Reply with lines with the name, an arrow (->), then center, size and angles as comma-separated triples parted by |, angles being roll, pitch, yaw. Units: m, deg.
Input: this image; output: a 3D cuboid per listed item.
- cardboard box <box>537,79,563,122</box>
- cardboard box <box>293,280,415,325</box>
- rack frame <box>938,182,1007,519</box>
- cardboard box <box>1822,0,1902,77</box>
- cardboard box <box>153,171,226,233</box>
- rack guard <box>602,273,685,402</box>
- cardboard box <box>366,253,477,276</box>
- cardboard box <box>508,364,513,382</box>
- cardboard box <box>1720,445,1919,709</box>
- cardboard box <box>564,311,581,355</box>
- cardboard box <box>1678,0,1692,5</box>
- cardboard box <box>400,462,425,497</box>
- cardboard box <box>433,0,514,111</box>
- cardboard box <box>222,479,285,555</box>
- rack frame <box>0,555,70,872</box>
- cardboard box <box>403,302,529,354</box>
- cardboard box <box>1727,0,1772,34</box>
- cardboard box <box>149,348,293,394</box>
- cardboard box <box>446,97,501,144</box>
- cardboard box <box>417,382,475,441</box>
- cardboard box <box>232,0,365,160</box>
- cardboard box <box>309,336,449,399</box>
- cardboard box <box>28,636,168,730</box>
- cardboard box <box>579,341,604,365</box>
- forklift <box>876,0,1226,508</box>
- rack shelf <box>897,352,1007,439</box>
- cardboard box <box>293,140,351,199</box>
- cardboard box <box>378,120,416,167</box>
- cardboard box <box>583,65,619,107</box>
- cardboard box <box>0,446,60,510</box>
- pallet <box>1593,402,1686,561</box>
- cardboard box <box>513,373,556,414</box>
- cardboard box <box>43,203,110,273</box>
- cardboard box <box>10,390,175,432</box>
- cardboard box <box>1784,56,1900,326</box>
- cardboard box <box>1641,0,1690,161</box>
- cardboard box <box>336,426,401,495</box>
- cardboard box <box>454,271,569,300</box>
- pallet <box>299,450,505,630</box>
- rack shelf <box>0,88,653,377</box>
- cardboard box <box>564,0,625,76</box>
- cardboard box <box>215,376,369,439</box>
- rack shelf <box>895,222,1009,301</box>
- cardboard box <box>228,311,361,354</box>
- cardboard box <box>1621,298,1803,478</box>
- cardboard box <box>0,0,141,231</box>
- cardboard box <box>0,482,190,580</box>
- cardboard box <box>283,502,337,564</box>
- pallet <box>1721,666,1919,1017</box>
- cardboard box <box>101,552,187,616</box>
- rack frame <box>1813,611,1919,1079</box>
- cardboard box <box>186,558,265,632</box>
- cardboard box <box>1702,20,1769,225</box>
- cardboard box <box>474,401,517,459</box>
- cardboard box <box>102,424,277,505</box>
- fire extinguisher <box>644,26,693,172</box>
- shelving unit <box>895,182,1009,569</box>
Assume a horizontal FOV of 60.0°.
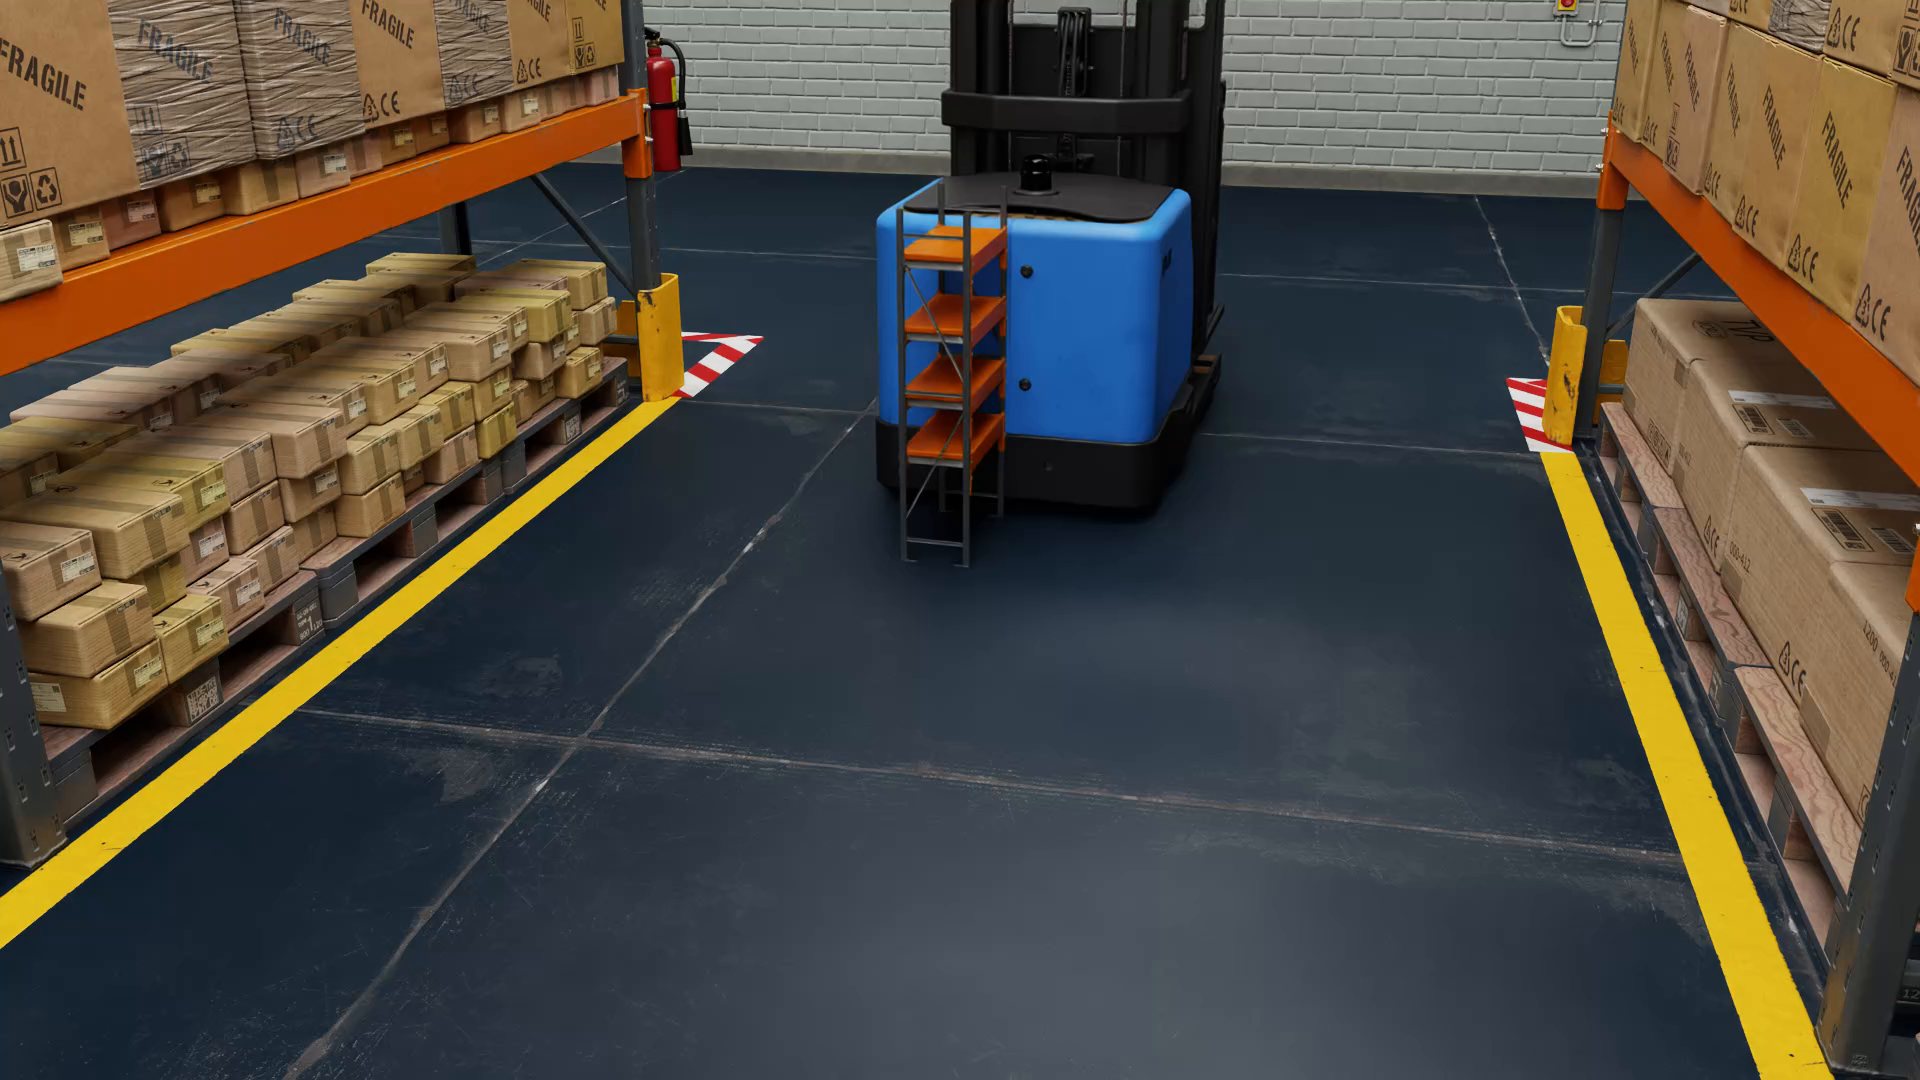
cardboard box -> -1.757, -1.696, 6.386 | 0.380, 0.149, 0.250 | 4, 22, 10
cardboard box -> -2.398, -0.925, 6.592 | 0.380, 0.149, 0.250 | 4, 22, 11
rack frame -> 0.042, -0.648, 5.858 | 0.240, 1.200, 0.015 | 6, 23, 14
cardboard box -> 2.145, -1.220, 3.395 | 0.500, 0.500, 0.500 | 4, 22, 10
cardboard box -> -2.237, -0.934, 4.494 | 0.380, 0.149, 0.250 | 3, 22, 9
rack guard -> -1.859, -0.947, 7.536 | 1.175, 0.500, 0.348 | 4, 22, 11
cardboard box -> -2.282, -1.117, 7.069 | 0.380, 0.149, 0.250 | 3, 22, 8
cardboard box -> -1.931, -0.649, 6.306 | 0.380, 0.149, 0.250 | 4, 22, 10
cardboard box -> 2.623, 0.114, 4.424 | 0.875, 0.438, 0.875 | 4, 22, 9
cardboard box -> -1.777, -0.838, 6.776 | 0.380, 0.149, 0.250 | 4, 22, 10
cardboard box -> 2.548, -1.961, 5.235 | 0.500, 0.500, 0.500 | 4, 22, 9
cardboard box -> -2.067, -0.232, 5.668 | 0.380, 0.149, 0.250 | 5, 22, 12
cardboard box -> -1.887, -1.761, 5.678 | 0.500, 0.500, 0.500 | 5, 22, 11
cardboard box -> -2.236, -0.080, 4.892 | 0.380, 0.149, 0.250 | 3, 22, 8
rack frame -> -2.659, -0.671, 3.506 | 1.000, 3.000, 0.127 | 4, 22, 11
cardboard box -> -1.854, -0.788, 6.253 | 0.380, 0.149, 0.250 | 4, 22, 9
cardboard box -> 2.350, -1.589, 4.313 | 0.500, 0.500, 0.500 | 5, 22, 11
cardboard box -> -2.489, -0.535, 5.624 | 0.380, 0.149, 0.250 | 5, 22, 11
cardboard box -> -1.869, -1.507, 5.916 | 0.380, 0.149, 0.250 | 3, 22, 9
cardboard box -> -1.939, -0.457, 5.829 | 0.380, 0.149, 0.250 | 6, 23, 14
cardboard box -> -2.079, -1.381, 4.735 | 0.500, 0.500, 0.500 | 4, 22, 10
cardboard box -> -2.016, -0.598, 5.780 | 0.380, 0.149, 0.250 | 4, 22, 9
cardboard box -> -2.270, 0.347, 4.230 | 0.380, 0.149, 0.250 | 3, 22, 9
cardboard box -> -1.746, -0.798, 7.075 | 0.380, 0.149, 0.250 | 5, 22, 12
forklift -> 0.563, -1.993, 6.880 | 1.130, 2.935, 3.031 | 6, 23, 14
rack shelf -> -0.021, -0.498, 5.664 | 0.258, 0.148, 0.480 | 6, 23, 14
cardboard box -> -2.060, -1.119, 4.953 | 0.380, 0.149, 0.250 | 5, 23, 13
cardboard box -> -2.020, -1.314, 5.438 | 0.380, 0.149, 0.250 | 5, 22, 12
cardboard box -> -1.633, -1.877, 6.835 | 0.380, 0.149, 0.250 | 4, 22, 11
cardboard box -> -2.784, -0.158, 4.688 | 0.380, 0.149, 0.250 | 4, 22, 10
pallet -> 2.937, -0.202, 6.073 | 1.003, 0.211, 1.213 | 4, 22, 11
cardboard box -> -1.838, -0.607, 6.598 | 0.380, 0.149, 0.250 | 4, 22, 11
cardboard box -> -2.301, -0.734, 3.997 | 0.380, 0.149, 0.250 | 5, 22, 12
cardboard box -> -2.690, -0.353, 5.172 | 0.380, 0.149, 0.250 | 3, 22, 8
cardboard box -> 2.151, -0.755, 3.580 | 0.500, 0.500, 0.500 | 4, 22, 10
cardboard box -> 2.569, -1.500, 5.428 | 0.500, 0.500, 0.500 | 4, 22, 10
cardboard box -> -2.043, -0.266, 5.355 | 0.380, 0.149, 0.250 | 4, 22, 11
cardboard box -> -1.810, -0.982, 6.735 | 0.380, 0.149, 0.250 | 5, 22, 12
pallet -> -2.310, -0.074, 5.754 | 1.003, 0.211, 1.213 | 4, 22, 11
rack shelf -> -2.251, -1.069, 5.456 | 1.077, 0.370, 4.000 | 4, 22, 11
cardboard box -> -1.683, -2.135, 6.607 | 0.500, 0.500, 0.500 | 5, 22, 12
cardboard box -> -2.131, -0.412, 5.320 | 0.380, 0.149, 0.250 | 4, 22, 9
rack shelf -> -0.021, -0.925, 5.492 | 0.258, 0.148, 0.480 | 6, 23, 14
cardboard box -> -2.433, -0.727, 6.101 | 0.380, 0.149, 0.250 | 5, 23, 13
cardboard box -> 2.987, -0.551, 6.075 | 0.875, 0.438, 0.875 | 4, 22, 9
cardboard box -> -2.311, -1.018, 3.833 | 0.500, 0.500, 0.500 | 4, 22, 10
cardboard box -> -2.272, -0.026, 4.361 | 0.380, 0.149, 0.250 | 6, 23, 14
cardboard box -> -2.193, -0.042, 5.198 | 0.380, 0.149, 0.250 | 4, 22, 9
pallet -> 2.439, 0.690, 3.857 | 1.003, 0.211, 1.213 | 4, 22, 11
cardboard box -> -2.308, 0.111, 4.420 | 0.380, 0.149, 0.250 | 5, 22, 11
rack frame -> 2.207, -0.331, 2.660 | 1.000, 3.000, 0.127 | 4, 22, 11
cardboard box -> -2.216, 0.155, 4.707 | 0.380, 0.149, 0.250 | 4, 22, 11
cardboard box -> 2.361, -1.130, 4.511 | 0.500, 0.500, 0.500 | 5, 23, 13
cardboard box -> -1.866, -0.417, 6.128 | 0.380, 0.149, 0.250 | 3, 22, 9
cardboard box -> -2.238, -0.220, 4.841 | 0.380, 0.149, 0.250 | 4, 22, 10
fire extinguisher -> -1.340, -1.982, 7.363 | 0.296, 0.674, 0.183 | 4, 22, 11
shelving unit -> -0.021, -0.560, 5.639 | 0.258, 1.200, 0.503 | 6, 23, 14
